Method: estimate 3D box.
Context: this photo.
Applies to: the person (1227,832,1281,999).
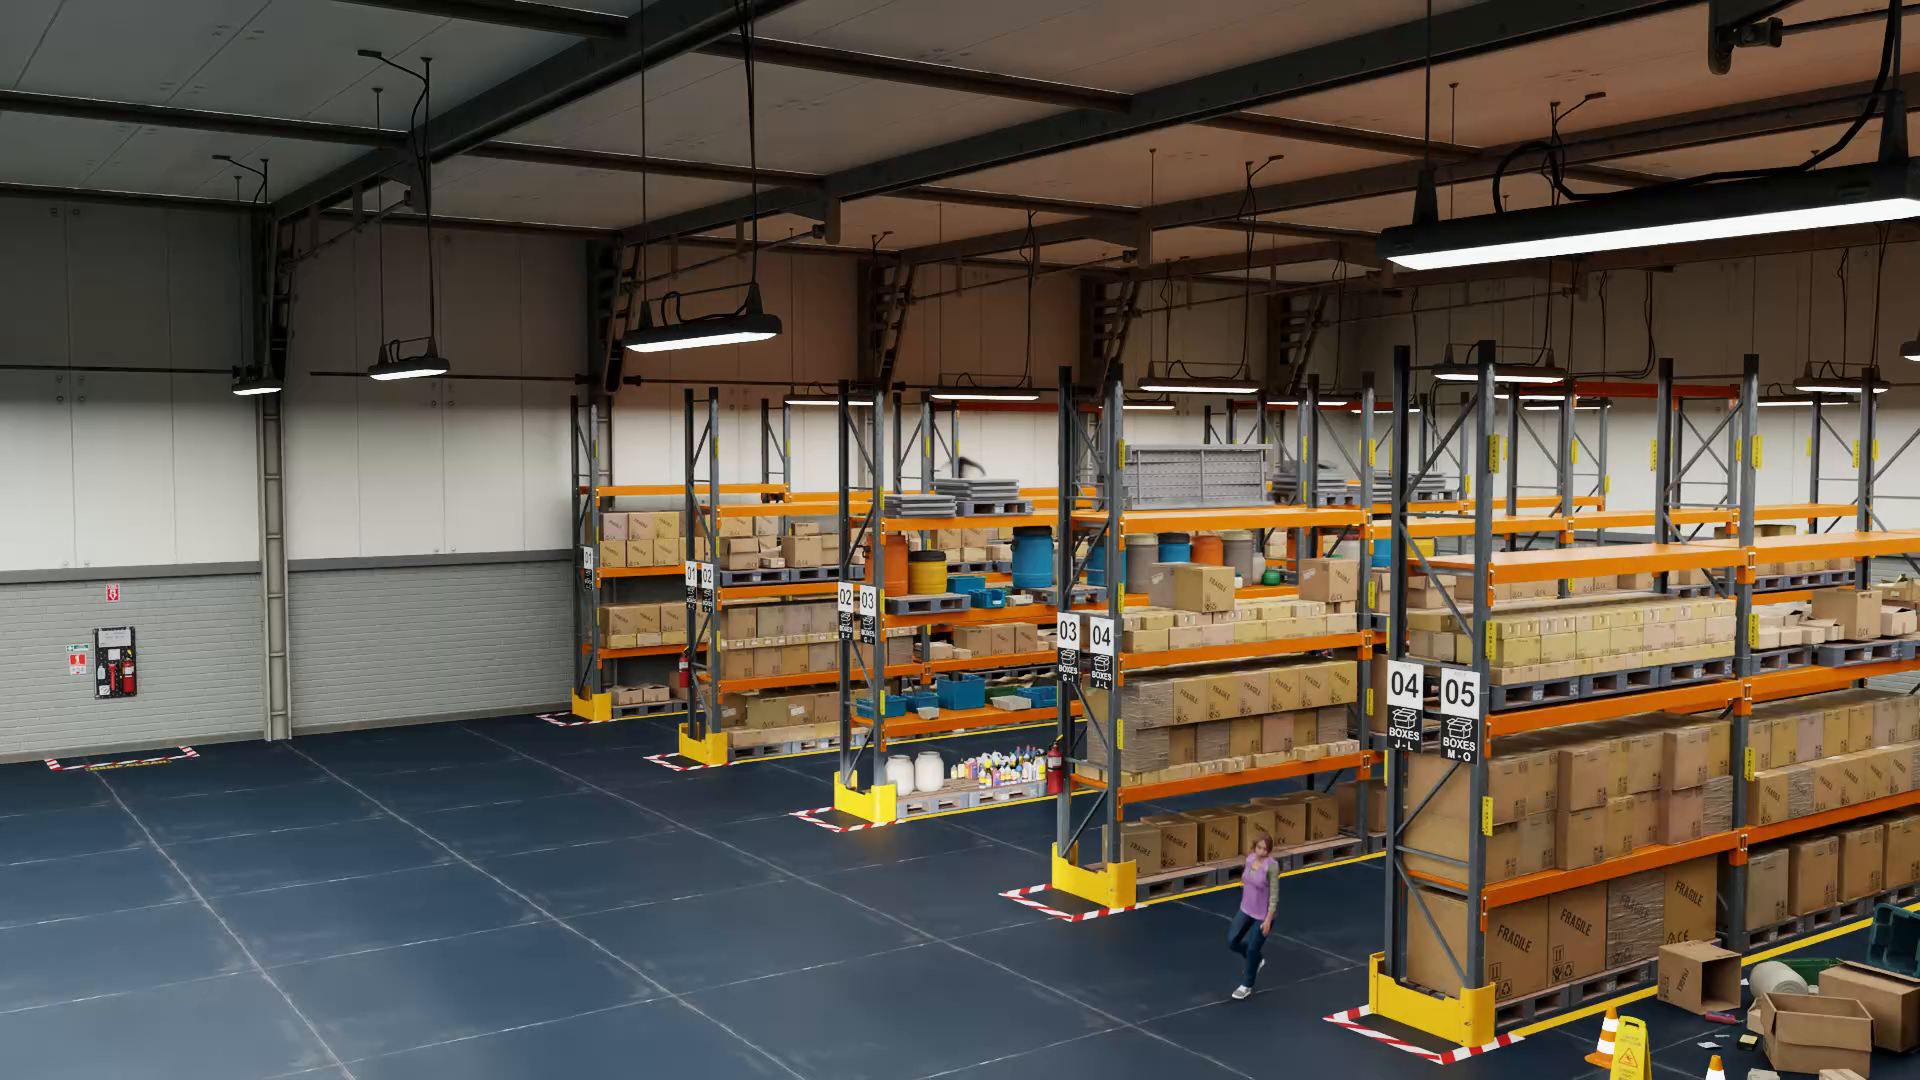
[{"bbox_3d":[2.754,3.452,15.360,0.467,1.572,0.535,-3,5,-41],"label":"person"}]
